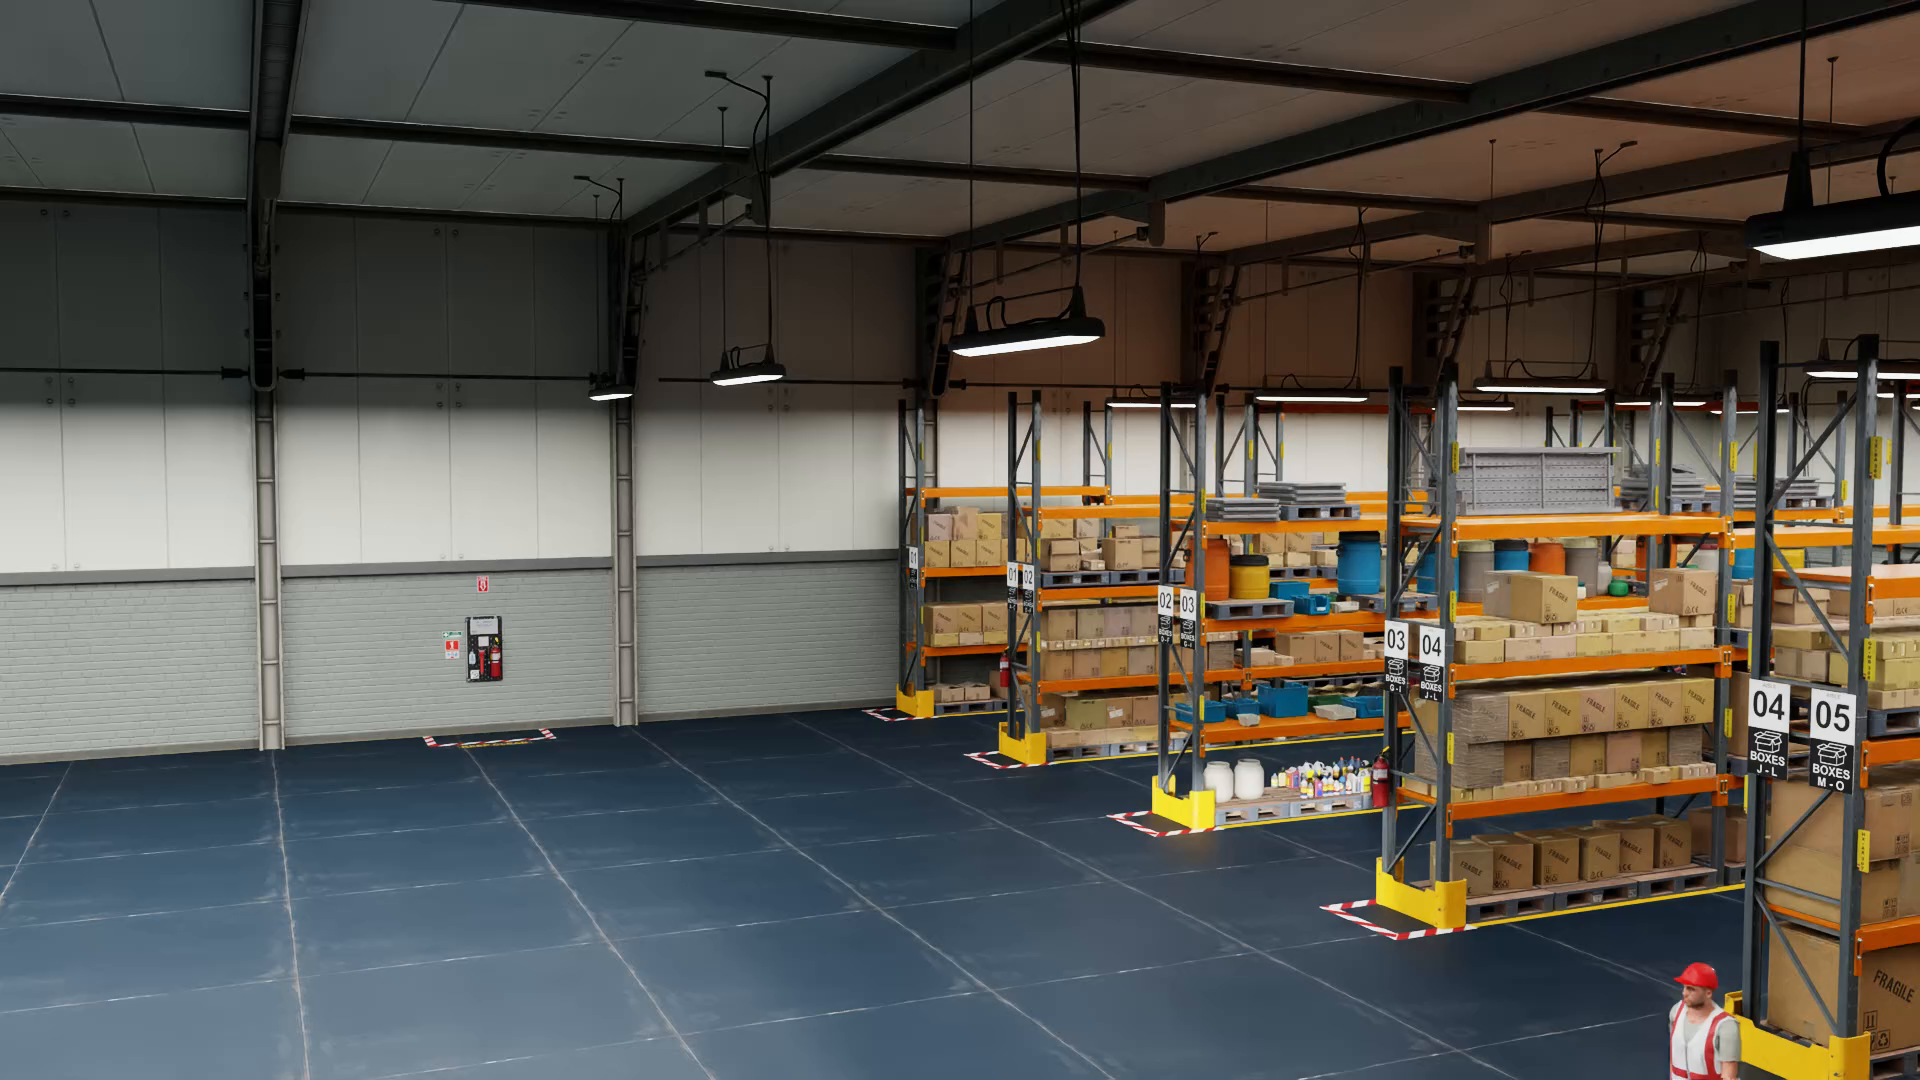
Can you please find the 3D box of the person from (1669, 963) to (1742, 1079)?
[{"bbox_3d":[4.792,3.657,10.825,0.759,1.814,0.574,-3,4,-39],"label":"person"}]
